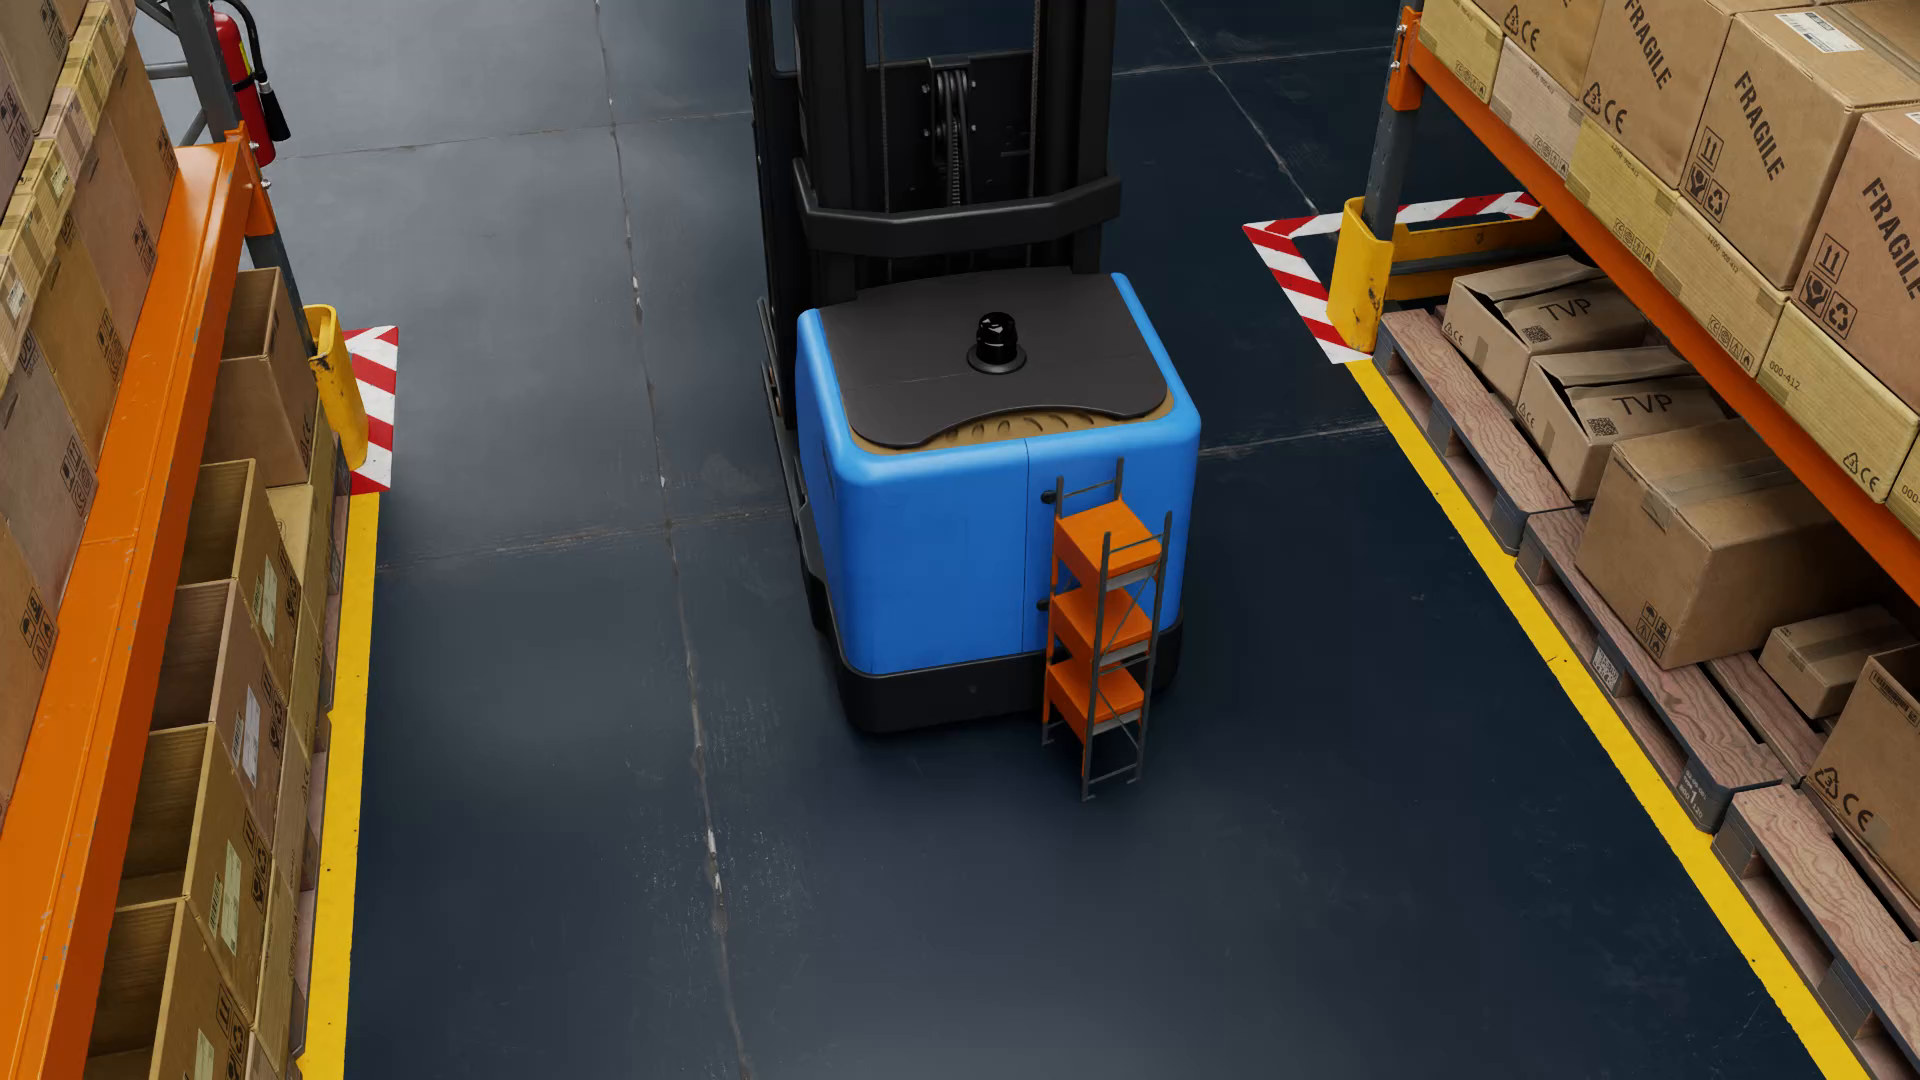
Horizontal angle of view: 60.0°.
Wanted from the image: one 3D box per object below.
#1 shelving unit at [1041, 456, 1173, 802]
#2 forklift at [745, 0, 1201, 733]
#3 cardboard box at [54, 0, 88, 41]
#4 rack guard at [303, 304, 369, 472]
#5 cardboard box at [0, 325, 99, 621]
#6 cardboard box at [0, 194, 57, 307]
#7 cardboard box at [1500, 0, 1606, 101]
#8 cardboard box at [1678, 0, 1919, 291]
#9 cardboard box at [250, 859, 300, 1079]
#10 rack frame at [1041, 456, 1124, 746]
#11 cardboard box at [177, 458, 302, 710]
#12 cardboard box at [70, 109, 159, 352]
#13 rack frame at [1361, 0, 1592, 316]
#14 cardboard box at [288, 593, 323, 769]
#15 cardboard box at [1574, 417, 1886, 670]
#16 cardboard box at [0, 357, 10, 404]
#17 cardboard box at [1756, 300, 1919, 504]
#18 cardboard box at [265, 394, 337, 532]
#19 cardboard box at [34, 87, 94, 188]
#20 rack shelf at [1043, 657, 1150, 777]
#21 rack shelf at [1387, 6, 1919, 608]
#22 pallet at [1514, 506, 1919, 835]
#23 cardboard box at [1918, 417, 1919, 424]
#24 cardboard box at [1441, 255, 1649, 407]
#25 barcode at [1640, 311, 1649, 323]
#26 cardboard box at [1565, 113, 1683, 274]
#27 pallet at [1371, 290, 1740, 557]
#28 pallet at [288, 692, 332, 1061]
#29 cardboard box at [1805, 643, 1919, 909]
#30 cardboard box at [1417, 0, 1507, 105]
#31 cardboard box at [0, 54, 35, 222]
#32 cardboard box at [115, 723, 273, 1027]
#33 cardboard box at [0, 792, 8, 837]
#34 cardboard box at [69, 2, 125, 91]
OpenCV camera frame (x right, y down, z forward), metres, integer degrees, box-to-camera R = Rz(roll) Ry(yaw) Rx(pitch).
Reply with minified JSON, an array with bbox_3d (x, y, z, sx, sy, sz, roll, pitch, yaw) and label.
[{"bbox_3d":[0.395,0.274,4.649,0.215,1.050,0.252,-18,45,-20],"label":"shelving unit"},{"bbox_3d":[-0.132,-1.505,5.238,1.130,2.935,3.031,-8,42,-9],"label":"forklift"},{"bbox_3d":[-2.662,-1.572,4.209,0.700,0.500,0.500,-8,42,-9],"label":"cardboard box"},{"bbox_3d":[-2.767,-0.469,5.901,1.175,0.500,0.348,-8,42,-9],"label":"rack guard"},{"bbox_3d":[-2.336,-0.118,3.548,0.700,0.500,0.500,-7,42,-8],"label":"cardboard box"},{"bbox_3d":[-2.212,-0.609,3.612,0.380,0.149,0.250,-7,42,-8],"label":"cardboard box"},{"bbox_3d":[1.981,-1.658,4.891,0.500,0.500,0.500,-8,42,-9],"label":"cardboard box"},{"bbox_3d":[2.210,-0.989,4.138,0.500,0.500,0.500,-7,42,-8],"label":"cardboard box"},{"bbox_3d":[-1.908,1.082,4.026,0.500,0.250,0.500,-8,42,-9],"label":"cardboard box"},{"bbox_3d":[0.341,0.201,4.730,0.200,1.050,0.008,-18,45,-20],"label":"rack frame"},{"bbox_3d":[-2.125,0.154,4.507,0.500,0.500,0.500,-8,42,-9],"label":"cardboard box"},{"bbox_3d":[-2.555,-0.781,4.295,0.700,0.500,0.500,-7,42,-8],"label":"cardboard box"},{"bbox_3d":[2.075,-2.100,5.856,1.000,3.000,0.127,-8,42,-9],"label":"rack frame"},{"bbox_3d":[-2.128,0.435,4.756,0.500,0.250,0.500,-8,42,-9],"label":"cardboard box"},{"bbox_3d":[2.369,-0.016,5.060,0.700,0.500,0.500,-11,43,-12],"label":"cardboard box"},{"bbox_3d":[-2.105,-0.281,3.243,0.380,0.149,0.250,-9,42,-10],"label":"cardboard box"},{"bbox_3d":[2.317,-0.370,4.006,0.500,0.250,0.500,-9,42,-10],"label":"cardboard box"},{"bbox_3d":[-2.357,-0.211,5.484,0.500,0.250,0.500,-8,42,-9],"label":"cardboard box"},{"bbox_3d":[-2.328,-0.949,3.996,0.380,0.149,0.250,-8,42,-9],"label":"cardboard box"},{"bbox_3d":[0.393,0.490,4.840,0.215,0.259,0.240,-18,45,-20],"label":"rack shelf"},{"bbox_3d":[2.506,-0.535,4.635,1.077,0.370,4.000,-8,42,-9],"label":"rack shelf"},{"bbox_3d":[2.492,0.313,5.239,1.003,0.211,1.213,-8,42,-9],"label":"pallet"},{"bbox_3d":[2.421,-0.324,3.389,0.500,0.500,0.500,-9,42,-10],"label":"cardboard box"},{"bbox_3d":[2.136,-0.798,6.083,0.500,0.311,0.500,-13,43,-14],"label":"cardboard box"},{"bbox_3d":[2.531,-0.847,6.132,0.001,0.075,0.075,-8,42,-9],"label":"barcode"},{"bbox_3d":[2.100,-1.024,4.742,0.500,0.250,0.500,-9,42,-10],"label":"cardboard box"},{"bbox_3d":[2.232,-0.476,6.128,1.003,0.211,1.213,-8,42,-9],"label":"pallet"},{"bbox_3d":[-2.296,0.934,4.539,1.003,0.211,1.213,-8,42,-9],"label":"pallet"},{"bbox_3d":[2.675,0.596,4.371,0.500,0.500,0.500,-11,43,-12],"label":"cardboard box"},{"bbox_3d":[1.870,-1.690,5.492,0.500,0.250,0.500,-9,42,-11],"label":"cardboard box"},{"bbox_3d":[-2.433,-0.905,3.458,0.700,0.500,0.500,-8,42,-9],"label":"cardboard box"},{"bbox_3d":[-1.908,0.802,3.777,0.500,0.500,0.500,-8,42,-9],"label":"cardboard box"},{"bbox_3d":[-2.120,0.540,2.807,0.700,0.500,0.500,-9,42,-10],"label":"cardboard box"},{"bbox_3d":[-2.435,-1.278,4.366,0.380,0.149,0.250,-7,42,-8],"label":"cardboard box"}]
